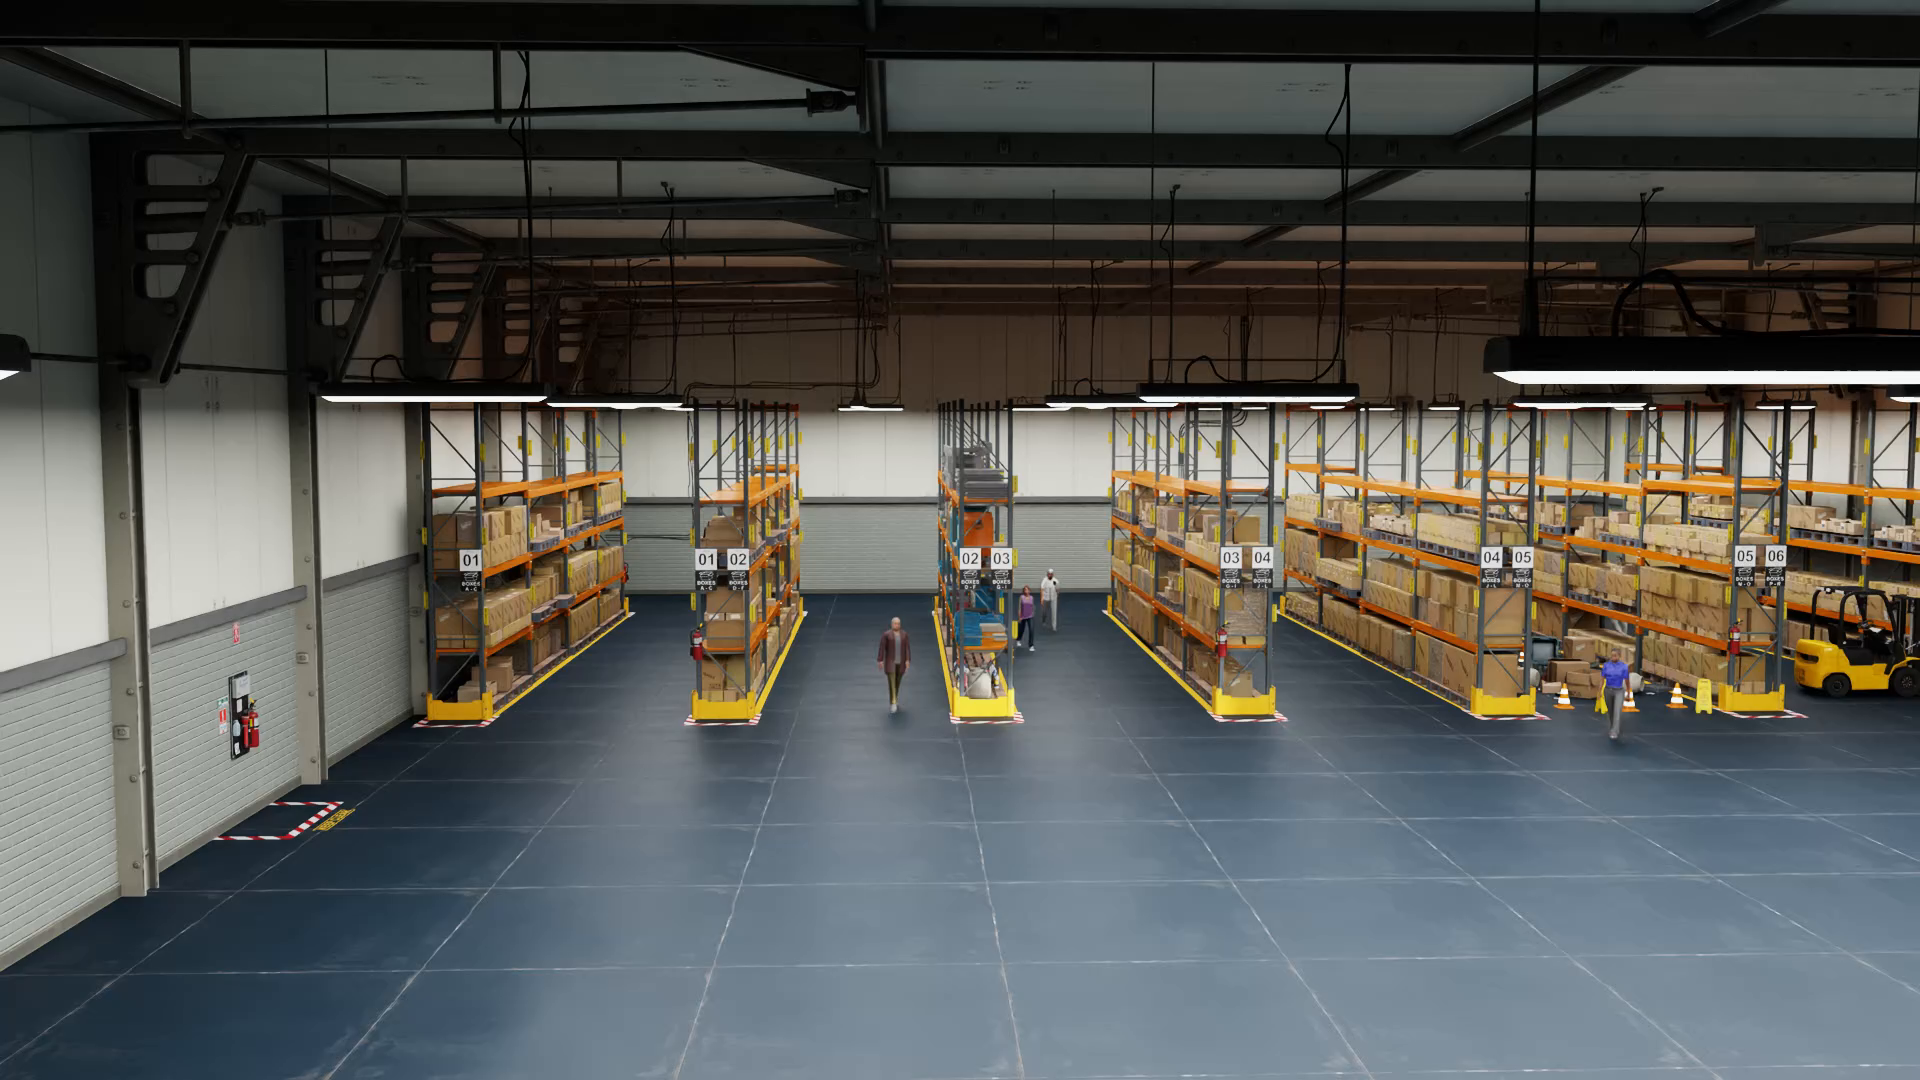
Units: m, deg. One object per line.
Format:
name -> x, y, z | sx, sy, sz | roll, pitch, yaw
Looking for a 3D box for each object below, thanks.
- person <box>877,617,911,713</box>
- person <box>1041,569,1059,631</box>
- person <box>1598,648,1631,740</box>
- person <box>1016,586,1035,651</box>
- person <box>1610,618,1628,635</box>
person -> -1.255, 2.399, 32.296 | 0.614, 1.794, 0.887 | -2, 5, -27
person -> 2.380, 1.562, 43.993 | 0.509, 1.603, 1.043 | 0, 4, -3
person -> 11.448, 2.691, 29.156 | 0.474, 1.597, 1.045 | 4, 6, 39
person -> 1.604, 1.875, 40.240 | 0.446, 1.547, 0.889 | -1, 4, -13
person -> 16.684, 1.716, 41.920 | 0.487, 1.691, 0.396 | -2, 5, -26
